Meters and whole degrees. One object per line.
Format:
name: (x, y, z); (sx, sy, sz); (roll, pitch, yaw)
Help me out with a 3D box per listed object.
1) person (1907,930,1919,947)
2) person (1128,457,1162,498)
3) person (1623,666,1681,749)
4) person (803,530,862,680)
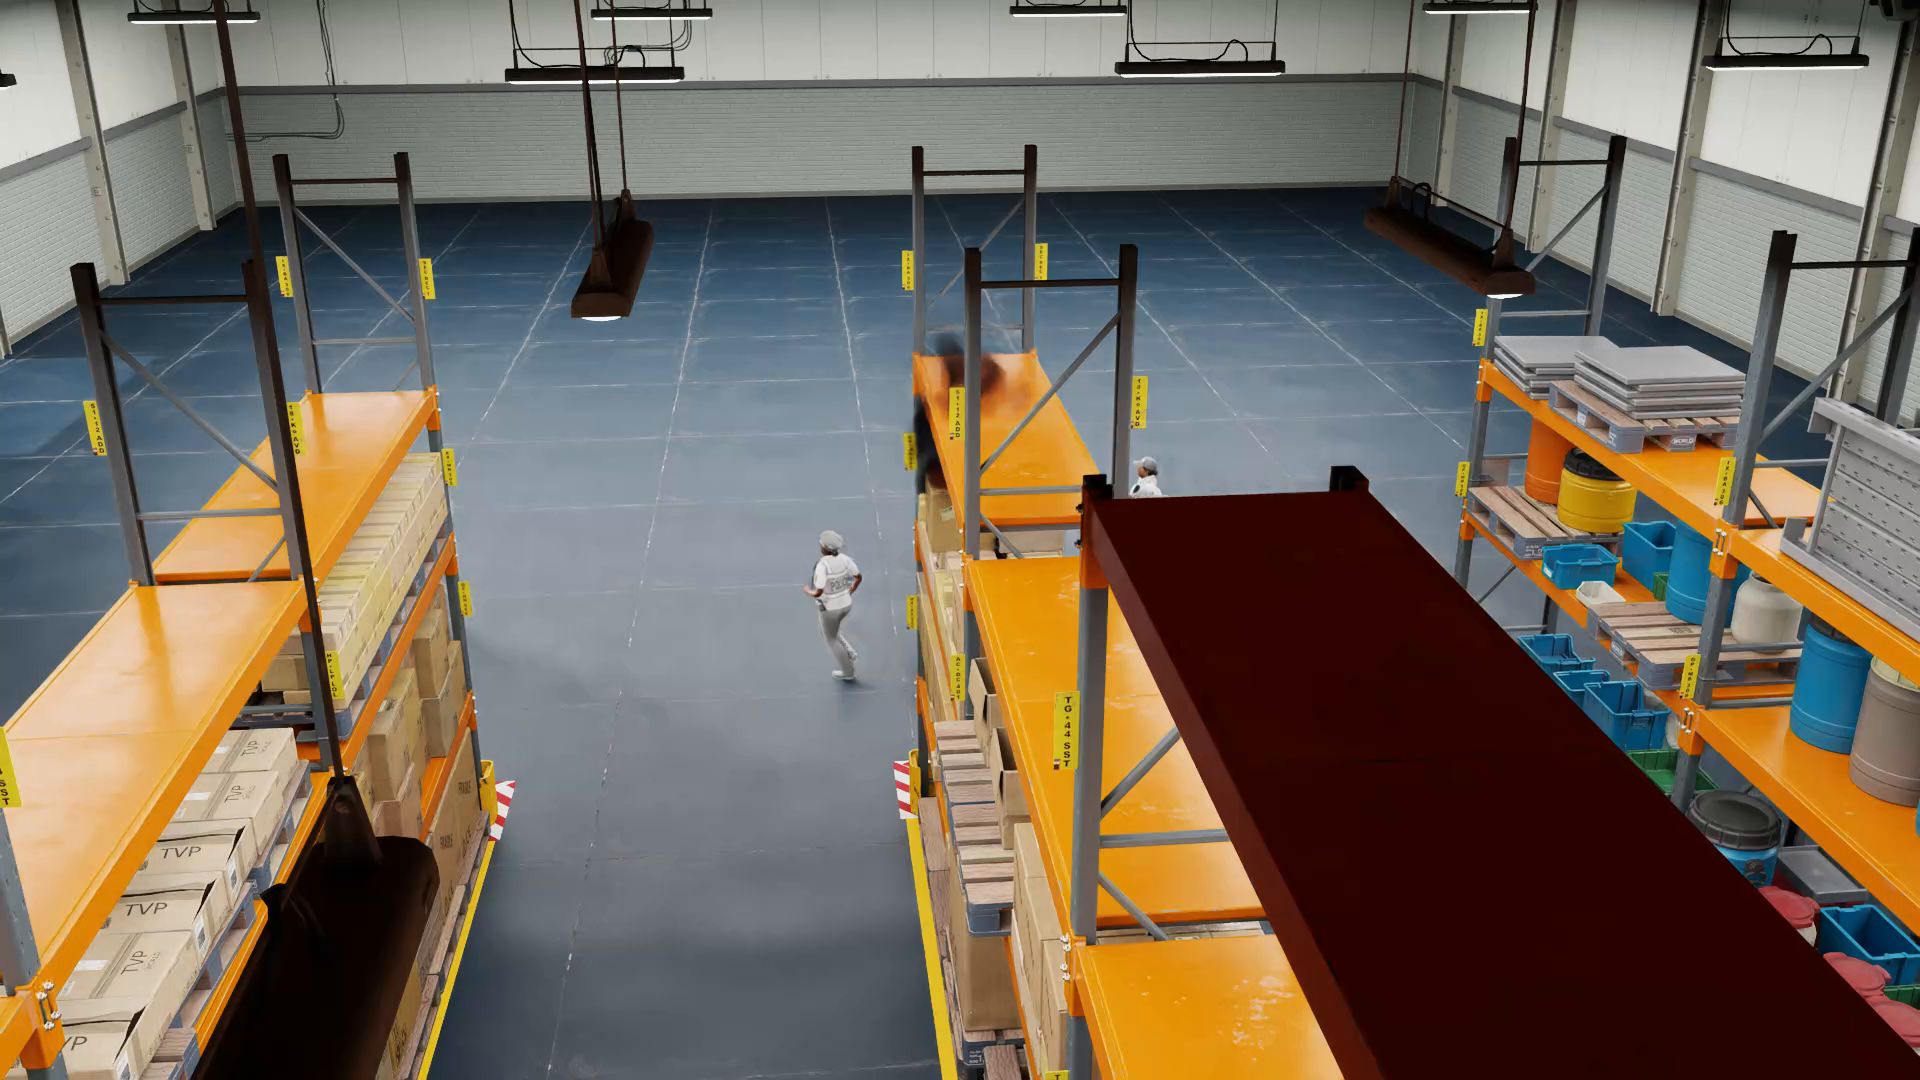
person: (7.595, 2.585, 12.760); (0.673, 1.772, 0.849); (-4, 22, -9)
person: (2.211, -0.200, 19.856); (0.925, 1.665, 0.606); (5, 22, 13)
person: (6.521, 1.427, 15.689); (0.721, 1.833, 0.818); (-9, 23, -21)
person: (-1.390, 0.685, 17.641); (0.575, 1.667, 0.560); (14, 26, 32)
